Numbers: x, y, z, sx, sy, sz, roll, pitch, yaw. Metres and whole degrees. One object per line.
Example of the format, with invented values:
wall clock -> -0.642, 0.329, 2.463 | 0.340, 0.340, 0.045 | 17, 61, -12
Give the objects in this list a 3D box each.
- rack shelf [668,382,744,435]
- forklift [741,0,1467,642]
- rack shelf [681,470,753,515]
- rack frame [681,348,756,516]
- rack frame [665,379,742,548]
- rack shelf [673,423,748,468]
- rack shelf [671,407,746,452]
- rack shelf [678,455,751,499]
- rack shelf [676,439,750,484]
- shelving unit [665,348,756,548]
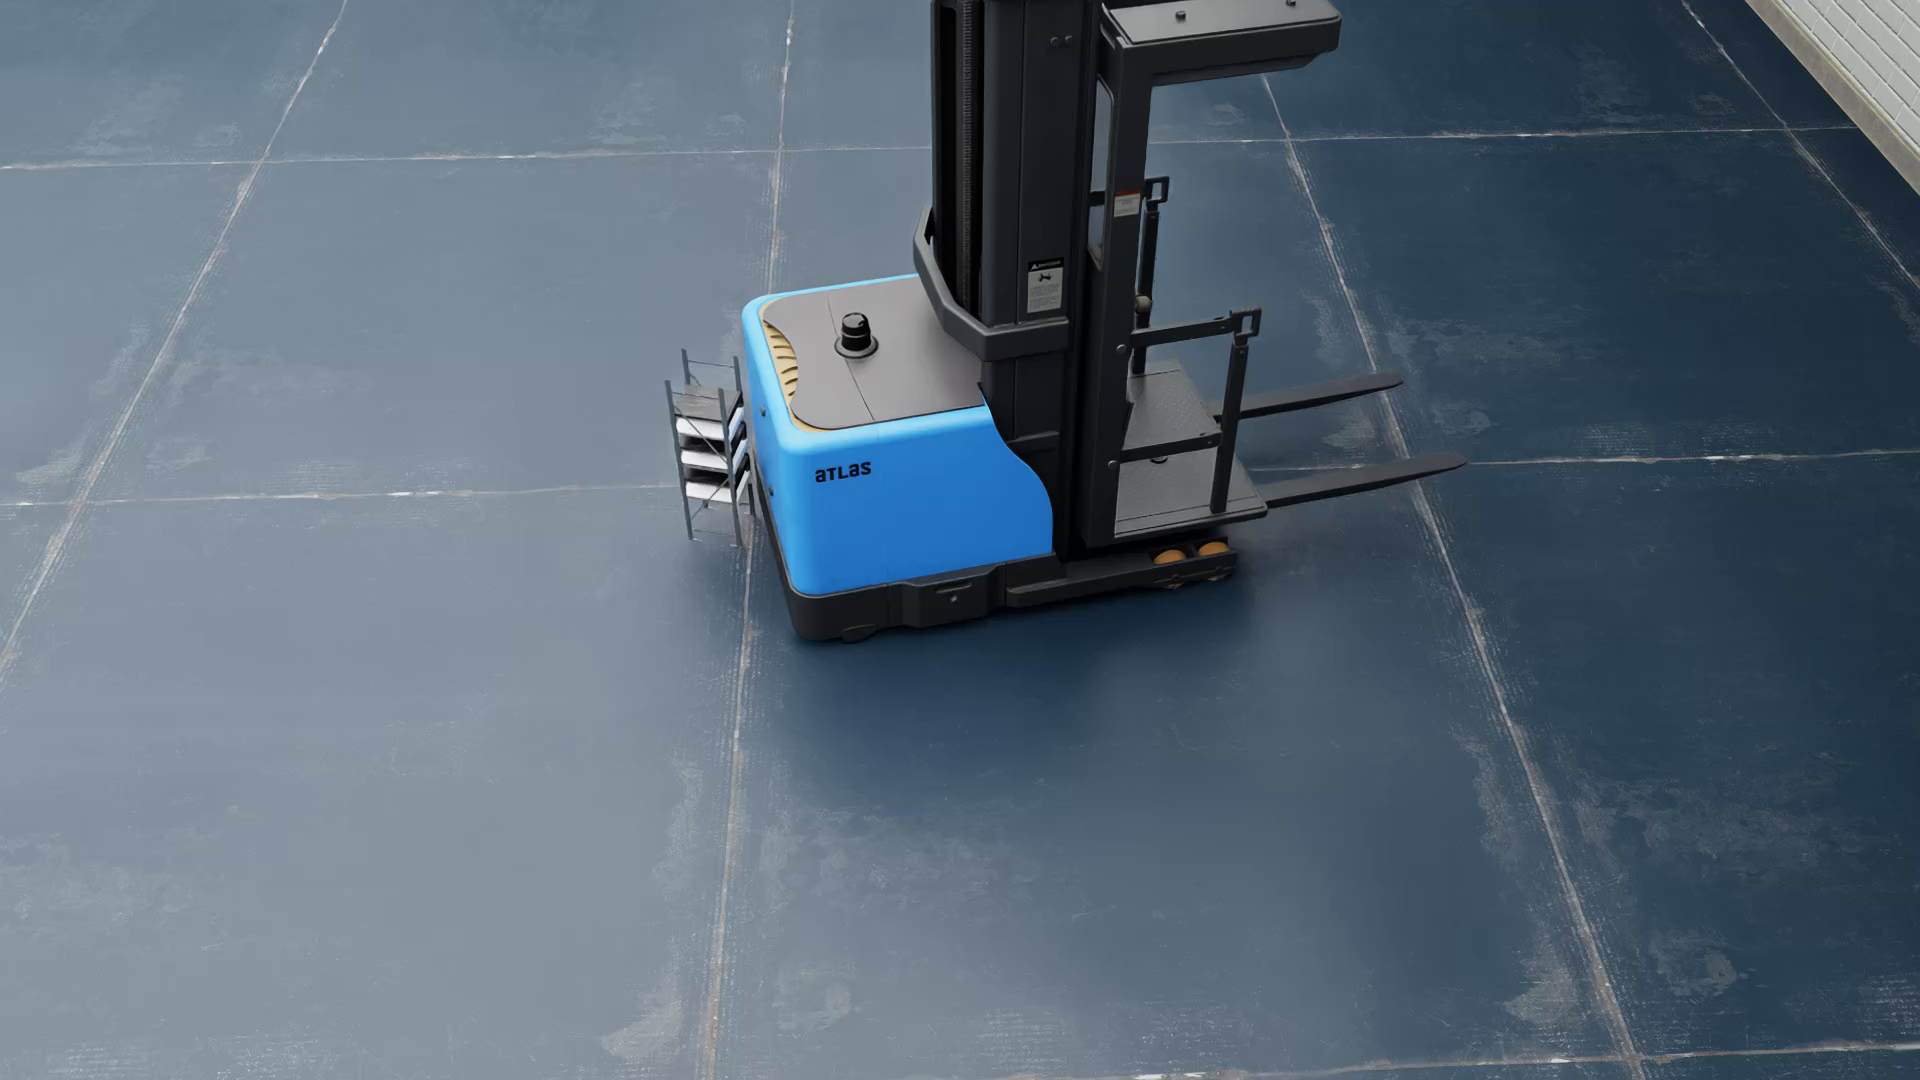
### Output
rack shelf -> -1.036, -0.539, 6.806 | 0.258, 0.077, 0.200 | 9, 46, 8
forklift -> 0.677, -1.212, 6.403 | 3.031, 2.935, 1.130 | -10, 43, -11
rack shelf -> -1.040, -0.222, 7.126 | 0.258, 0.077, 0.200 | 9, 46, 8
rack frame -> -1.018, -0.443, 7.044 | 0.240, 0.900, 0.006 | 9, 46, 8
rack frame -> -1.059, -0.301, 6.904 | 0.240, 0.900, 0.006 | 9, 46, 8
rack shelf -> -1.038, -0.412, 6.934 | 0.258, 0.077, 0.200 | 9, 46, 8
rack shelf -> -1.037, -0.475, 6.870 | 0.258, 0.077, 0.200 | 9, 46, 8
rack shelf -> -1.039, -0.285, 7.062 | 0.258, 0.077, 0.200 | 9, 46, 8
rack shelf -> -1.038, -0.349, 6.998 | 0.258, 0.077, 0.200 | 9, 46, 8
shelving unit -> -1.038, -0.372, 6.974 | 0.258, 0.900, 0.210 | 9, 46, 8
